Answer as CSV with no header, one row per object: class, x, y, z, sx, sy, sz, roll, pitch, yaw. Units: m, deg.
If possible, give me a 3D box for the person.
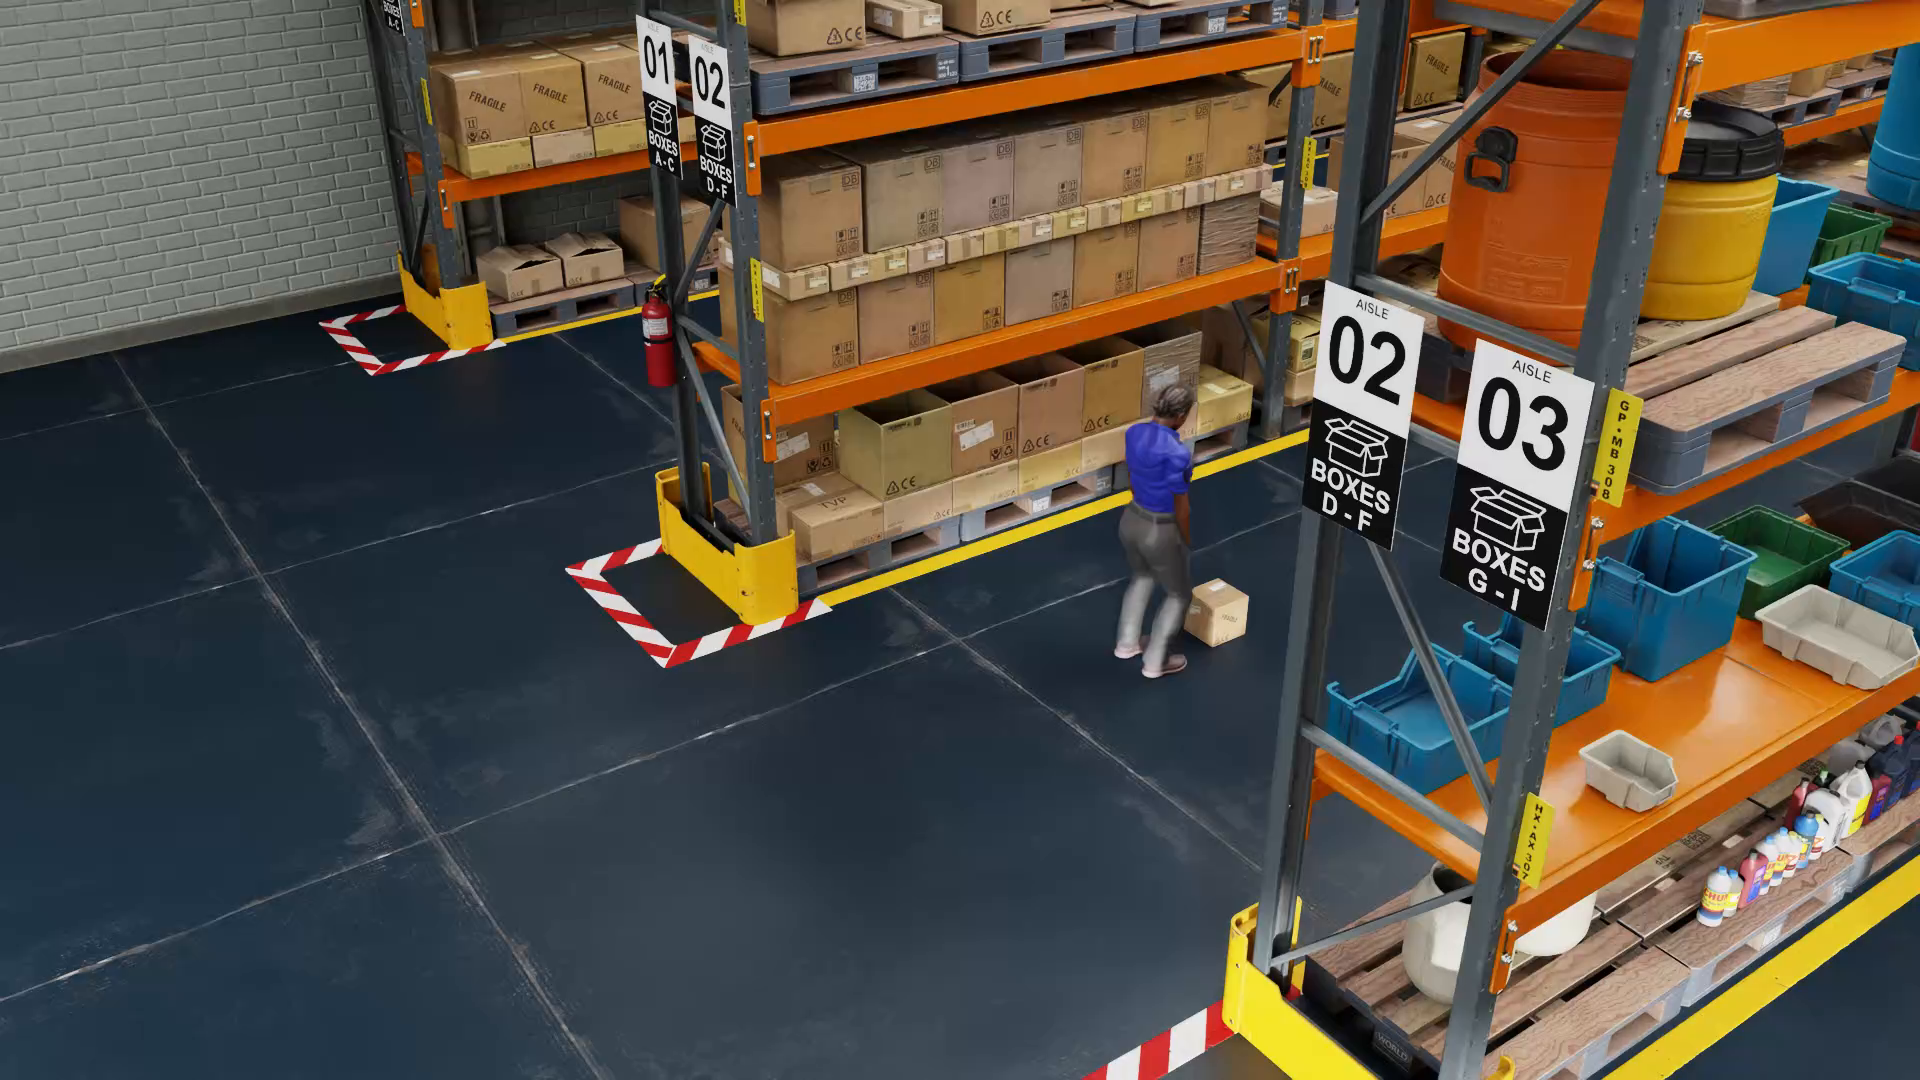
person,1.028,-0.053,8.790,0.379,1.610,0.457,-18,34,-29
